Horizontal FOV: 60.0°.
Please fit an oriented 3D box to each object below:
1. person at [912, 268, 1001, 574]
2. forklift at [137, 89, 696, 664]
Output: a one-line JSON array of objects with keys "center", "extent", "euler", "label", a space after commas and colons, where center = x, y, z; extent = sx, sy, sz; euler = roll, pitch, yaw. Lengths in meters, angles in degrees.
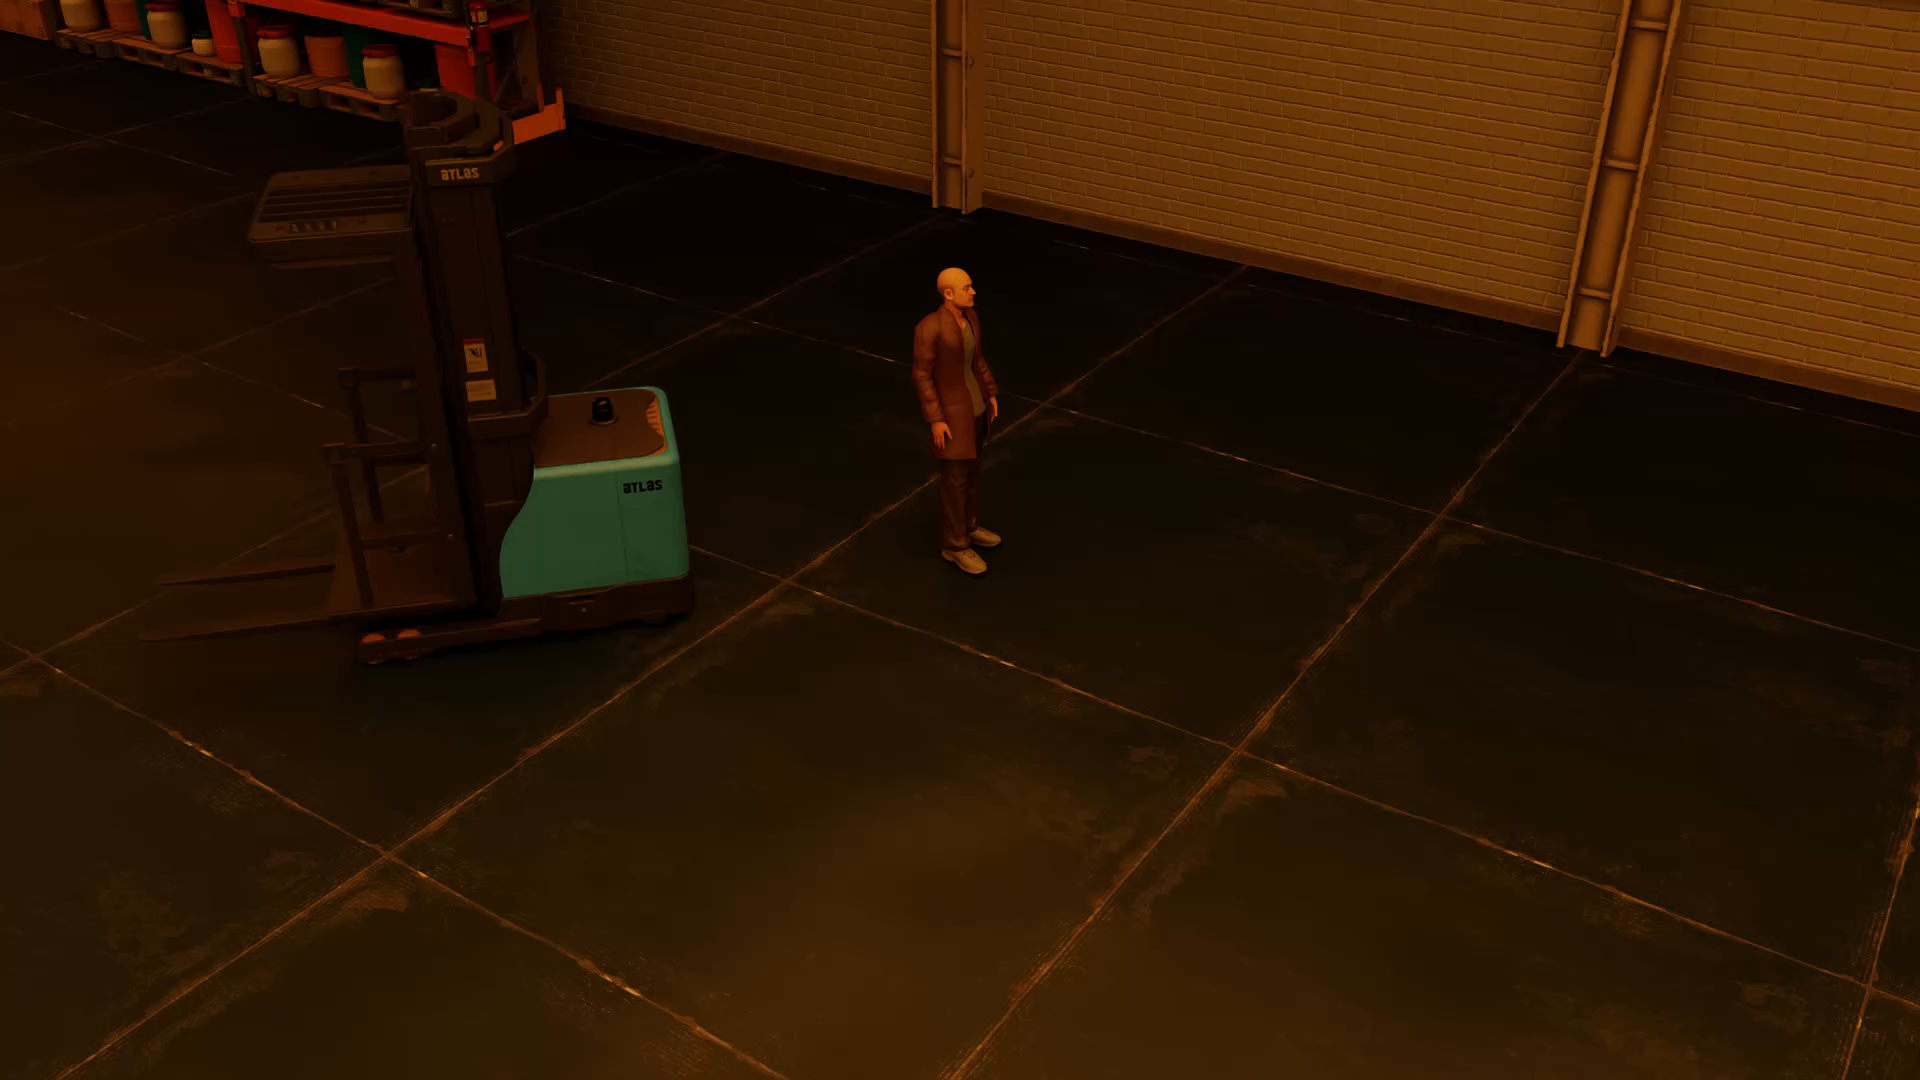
[{"center": [0.072, -0.747, 10.003], "extent": [0.582, 1.776, 0.694], "euler": [19, 35, 29], "label": "person"}, {"center": [-3.118, -0.866, 9.073], "extent": [3.031, 2.935, 1.130], "euler": [-7, 31, -12], "label": "forklift"}]
